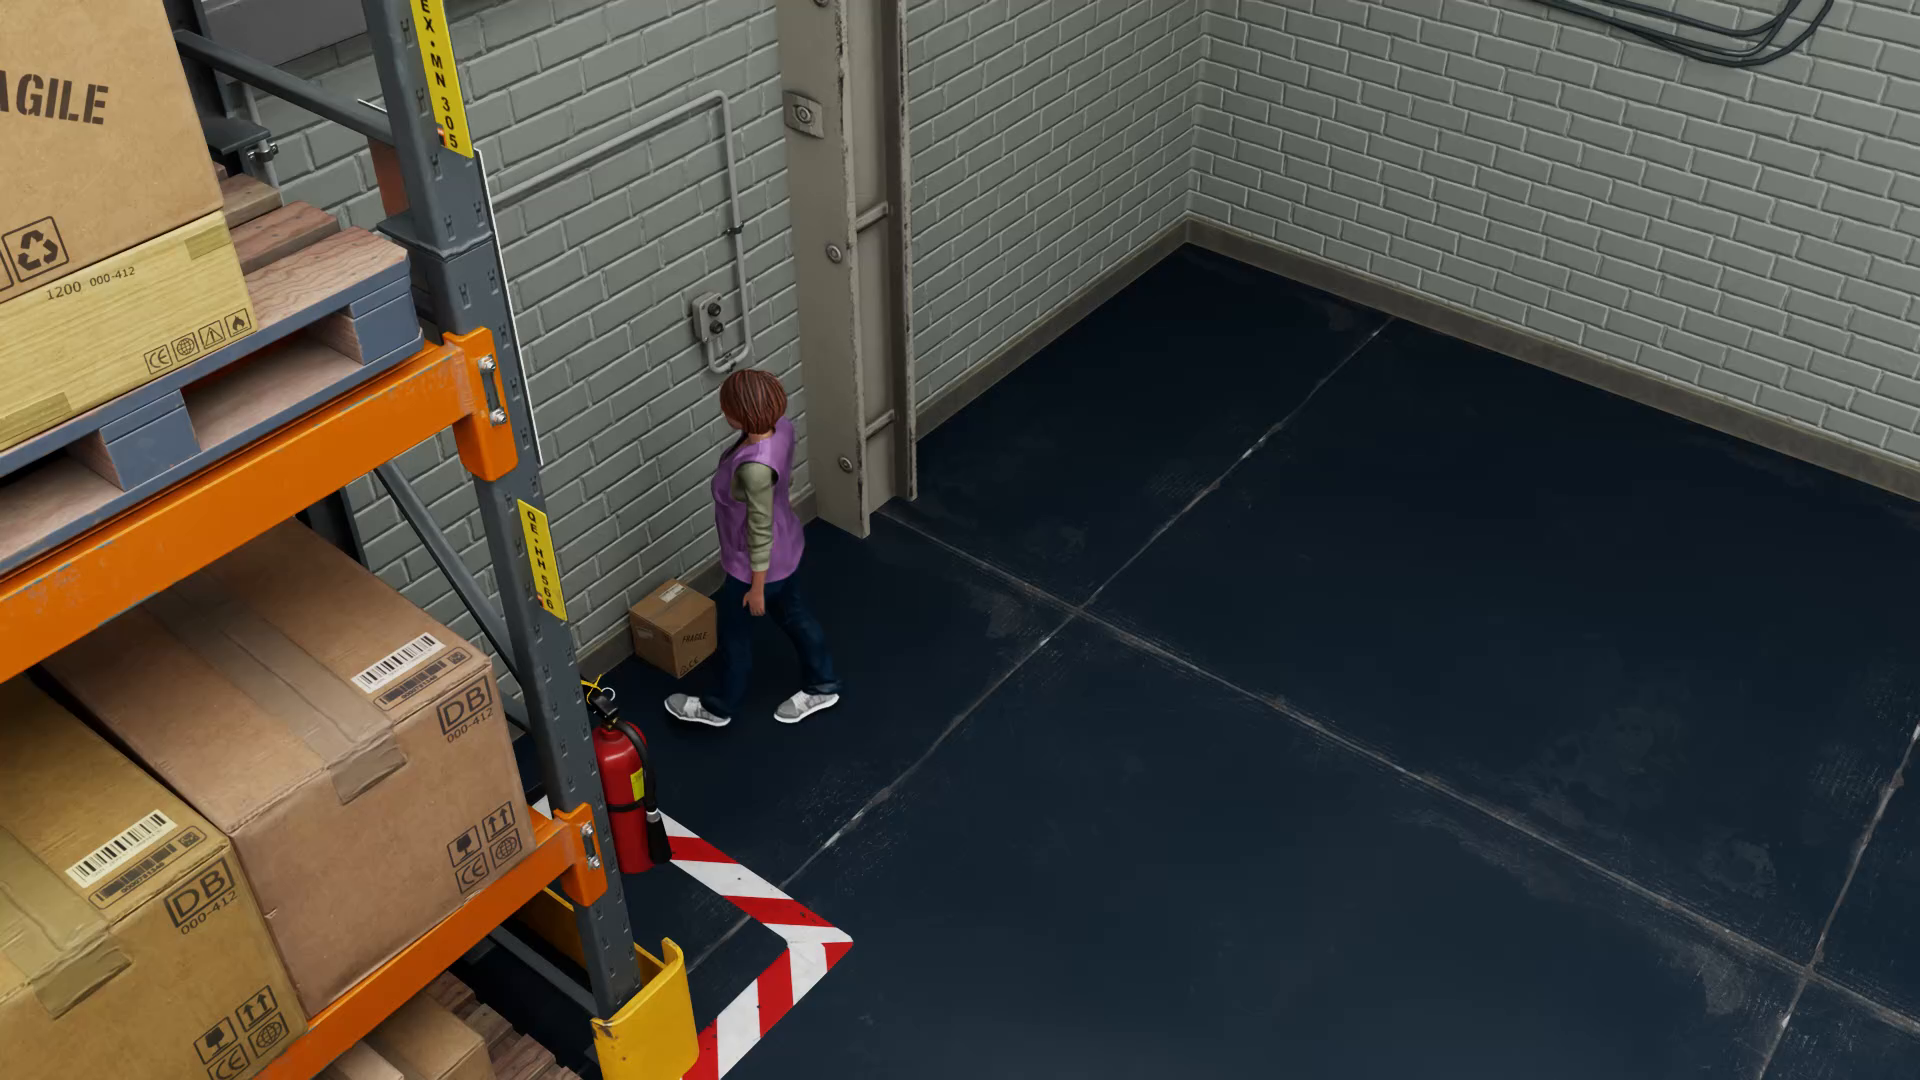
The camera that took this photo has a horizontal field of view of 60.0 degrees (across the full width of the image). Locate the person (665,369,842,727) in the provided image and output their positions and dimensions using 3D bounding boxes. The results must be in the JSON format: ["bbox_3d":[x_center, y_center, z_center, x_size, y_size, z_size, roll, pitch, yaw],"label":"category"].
[{"bbox_3d":[-0.808,0.055,6.086,0.678,1.590,0.445,5,40,6],"label":"person"}]
